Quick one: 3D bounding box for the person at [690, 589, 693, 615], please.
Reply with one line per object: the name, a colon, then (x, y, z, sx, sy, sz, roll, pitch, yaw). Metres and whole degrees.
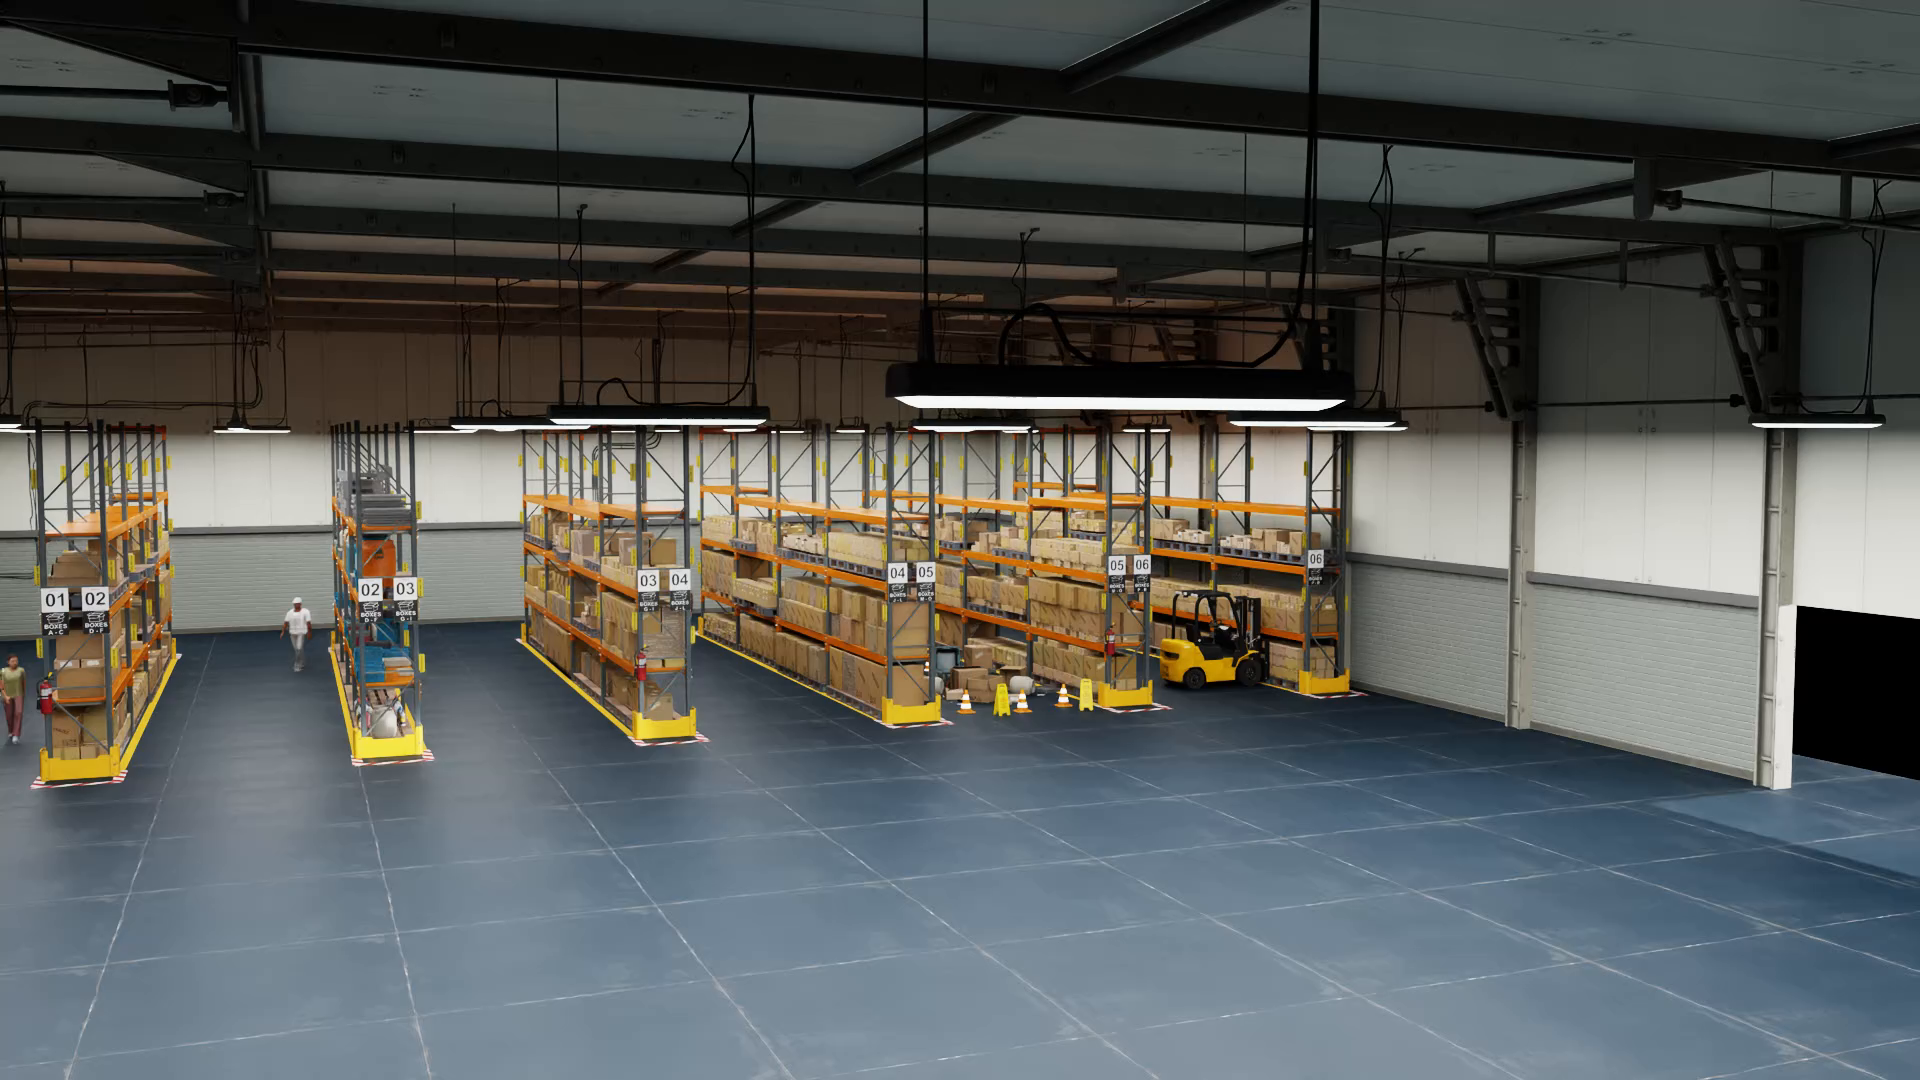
person: (-7.637, 1.964, 45.786, 0.606, 1.776, 0.536, -1, 4, -22)

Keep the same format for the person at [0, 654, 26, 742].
person: (-17.790, 2.944, 31.236, 0.438, 1.616, 0.961, -2, 4, -31)

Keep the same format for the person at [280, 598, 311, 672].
person: (-16.252, 2.319, 40.688, 0.634, 1.818, 0.588, 0, 4, 6)
